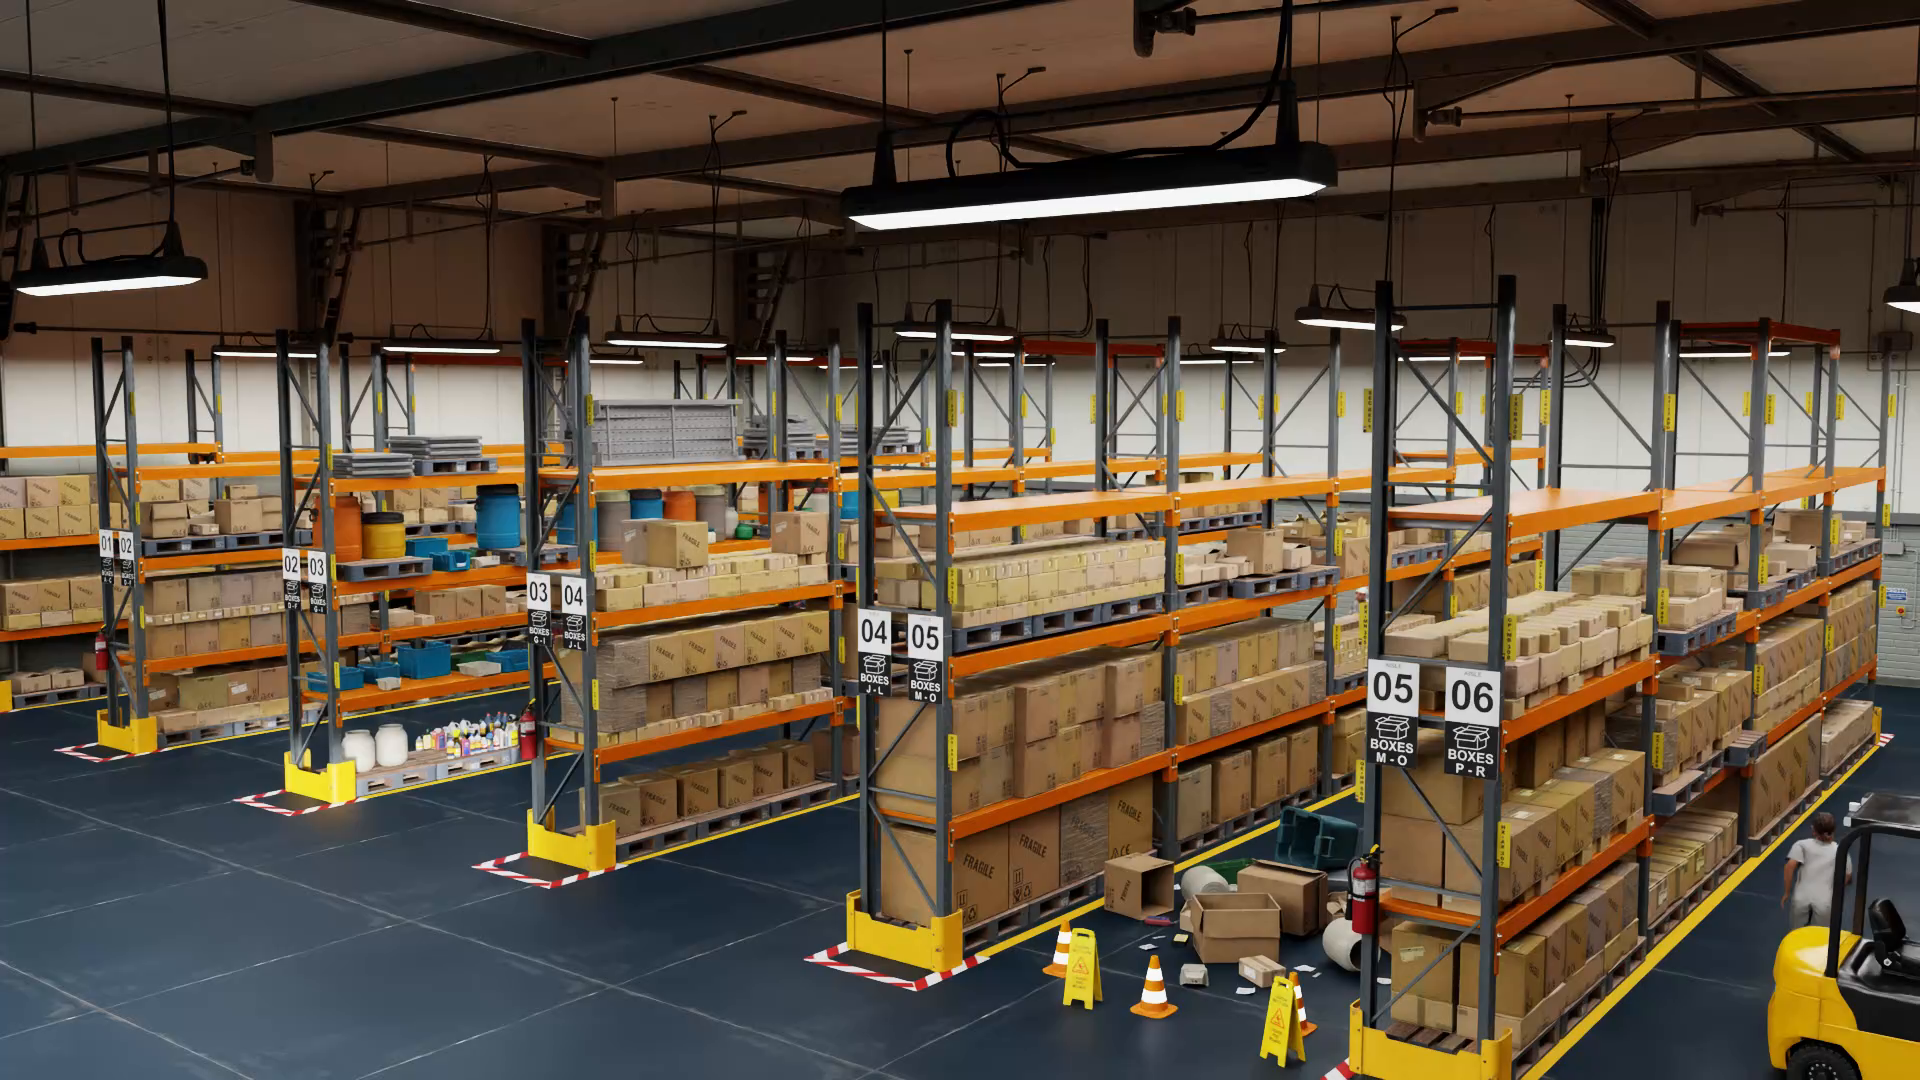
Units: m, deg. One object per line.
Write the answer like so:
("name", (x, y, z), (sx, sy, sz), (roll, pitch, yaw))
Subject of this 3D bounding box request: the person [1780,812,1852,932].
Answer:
("person", (7.379, 3.146, 14.361), (0.503, 1.562, 0.711), (4, 6, 39))

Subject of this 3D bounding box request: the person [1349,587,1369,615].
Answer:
("person", (7.442, 1.678, 30.477), (0.640, 1.686, 0.687), (-5, 7, -43))
